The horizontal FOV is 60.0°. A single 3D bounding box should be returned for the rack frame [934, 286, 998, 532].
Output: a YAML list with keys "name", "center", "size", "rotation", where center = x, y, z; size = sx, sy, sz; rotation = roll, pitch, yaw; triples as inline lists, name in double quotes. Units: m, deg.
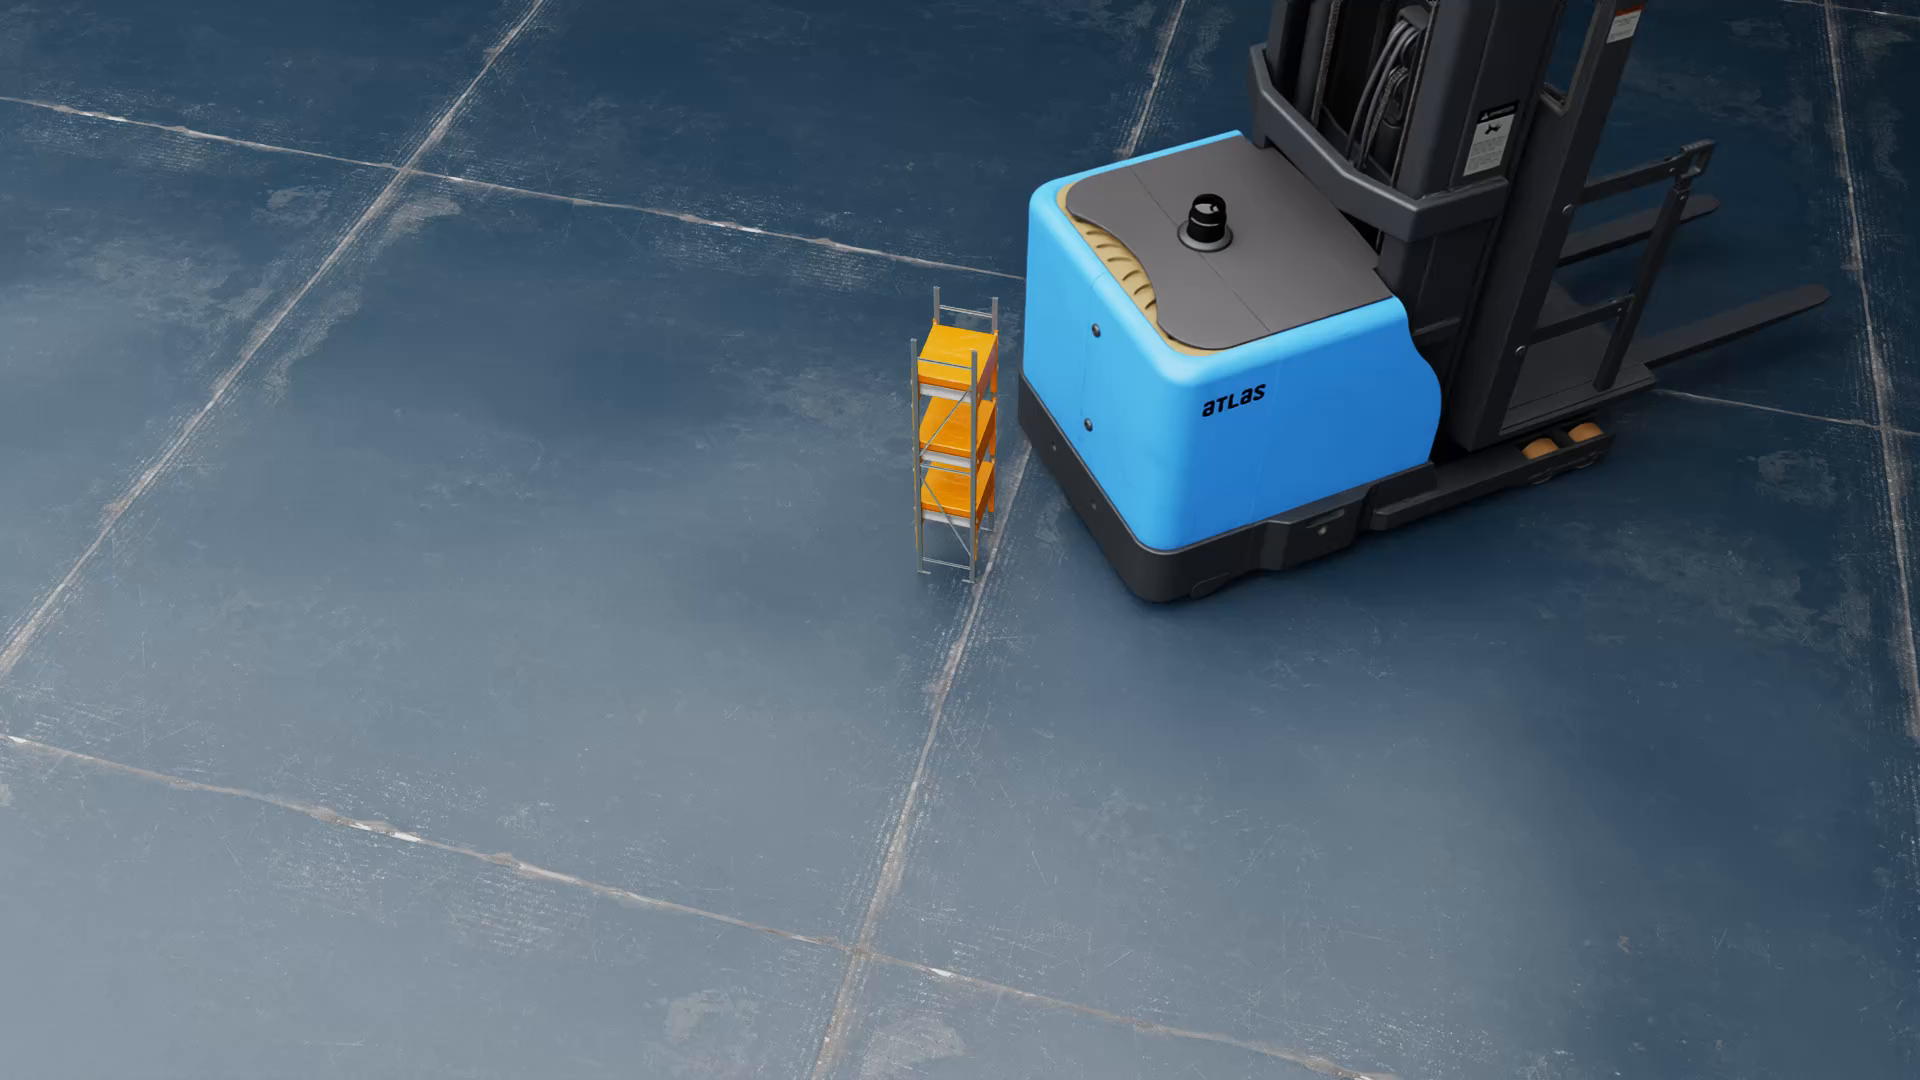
- name: "rack frame"
  center: [0.018, -0.397, 5.400]
  size: [0.200, 1.050, 0.008]
  rotation: [12, 50, 10]

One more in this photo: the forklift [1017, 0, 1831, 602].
- name: "forklift"
  center: [1.771, -1.514, 5.132]
  size: [3.031, 2.935, 1.130]
  rotation: [-18, 51, -16]

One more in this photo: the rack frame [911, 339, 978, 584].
- name: "rack frame"
  center: [-0.046, -0.220, 5.244]
  size: [0.200, 1.050, 0.008]
  rotation: [12, 50, 10]

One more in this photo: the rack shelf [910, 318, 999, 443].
- name: "rack shelf"
  center: [-0.014, -0.489, 5.117]
  size: [0.215, 0.259, 0.240]
  rotation: [12, 50, 10]

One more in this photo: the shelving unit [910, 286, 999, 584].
- name: "shelving unit"
  center: [-0.014, -0.309, 5.322]
  size: [0.215, 1.050, 0.252]
  rotation: [12, 50, 10]

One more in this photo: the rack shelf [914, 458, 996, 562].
- name: "rack shelf"
  center: [-0.014, -0.118, 5.539]
  size: [0.215, 0.259, 0.240]
  rotation: [12, 50, 10]

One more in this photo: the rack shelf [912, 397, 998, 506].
- name: "rack shelf"
  center: [-0.014, -0.302, 5.330]
  size: [0.215, 0.259, 0.240]
  rotation: [12, 50, 10]
